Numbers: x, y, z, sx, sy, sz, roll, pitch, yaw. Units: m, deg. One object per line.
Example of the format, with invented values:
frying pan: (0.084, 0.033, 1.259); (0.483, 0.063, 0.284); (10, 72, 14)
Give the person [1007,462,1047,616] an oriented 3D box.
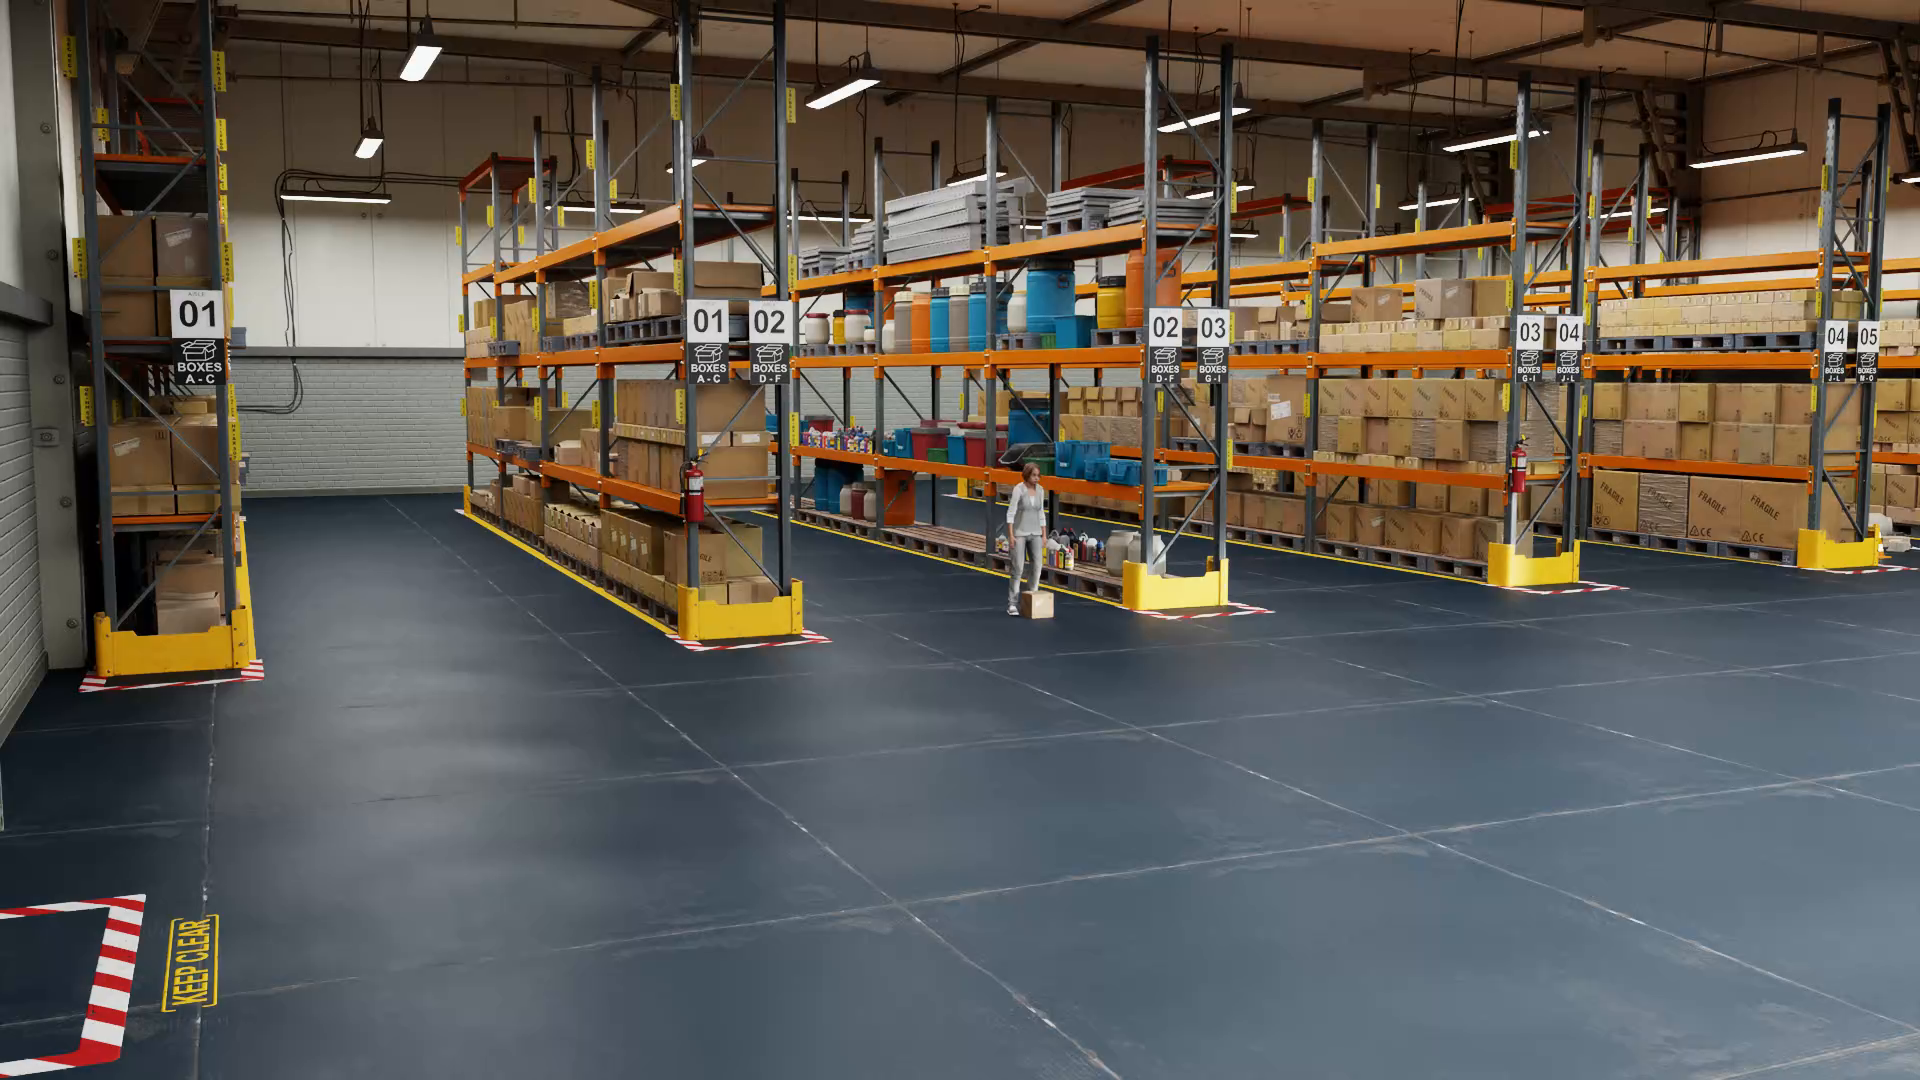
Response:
person: (0.699, -0.019, 17.413); (0.482, 1.591, 0.350); (-3, 6, -27)
